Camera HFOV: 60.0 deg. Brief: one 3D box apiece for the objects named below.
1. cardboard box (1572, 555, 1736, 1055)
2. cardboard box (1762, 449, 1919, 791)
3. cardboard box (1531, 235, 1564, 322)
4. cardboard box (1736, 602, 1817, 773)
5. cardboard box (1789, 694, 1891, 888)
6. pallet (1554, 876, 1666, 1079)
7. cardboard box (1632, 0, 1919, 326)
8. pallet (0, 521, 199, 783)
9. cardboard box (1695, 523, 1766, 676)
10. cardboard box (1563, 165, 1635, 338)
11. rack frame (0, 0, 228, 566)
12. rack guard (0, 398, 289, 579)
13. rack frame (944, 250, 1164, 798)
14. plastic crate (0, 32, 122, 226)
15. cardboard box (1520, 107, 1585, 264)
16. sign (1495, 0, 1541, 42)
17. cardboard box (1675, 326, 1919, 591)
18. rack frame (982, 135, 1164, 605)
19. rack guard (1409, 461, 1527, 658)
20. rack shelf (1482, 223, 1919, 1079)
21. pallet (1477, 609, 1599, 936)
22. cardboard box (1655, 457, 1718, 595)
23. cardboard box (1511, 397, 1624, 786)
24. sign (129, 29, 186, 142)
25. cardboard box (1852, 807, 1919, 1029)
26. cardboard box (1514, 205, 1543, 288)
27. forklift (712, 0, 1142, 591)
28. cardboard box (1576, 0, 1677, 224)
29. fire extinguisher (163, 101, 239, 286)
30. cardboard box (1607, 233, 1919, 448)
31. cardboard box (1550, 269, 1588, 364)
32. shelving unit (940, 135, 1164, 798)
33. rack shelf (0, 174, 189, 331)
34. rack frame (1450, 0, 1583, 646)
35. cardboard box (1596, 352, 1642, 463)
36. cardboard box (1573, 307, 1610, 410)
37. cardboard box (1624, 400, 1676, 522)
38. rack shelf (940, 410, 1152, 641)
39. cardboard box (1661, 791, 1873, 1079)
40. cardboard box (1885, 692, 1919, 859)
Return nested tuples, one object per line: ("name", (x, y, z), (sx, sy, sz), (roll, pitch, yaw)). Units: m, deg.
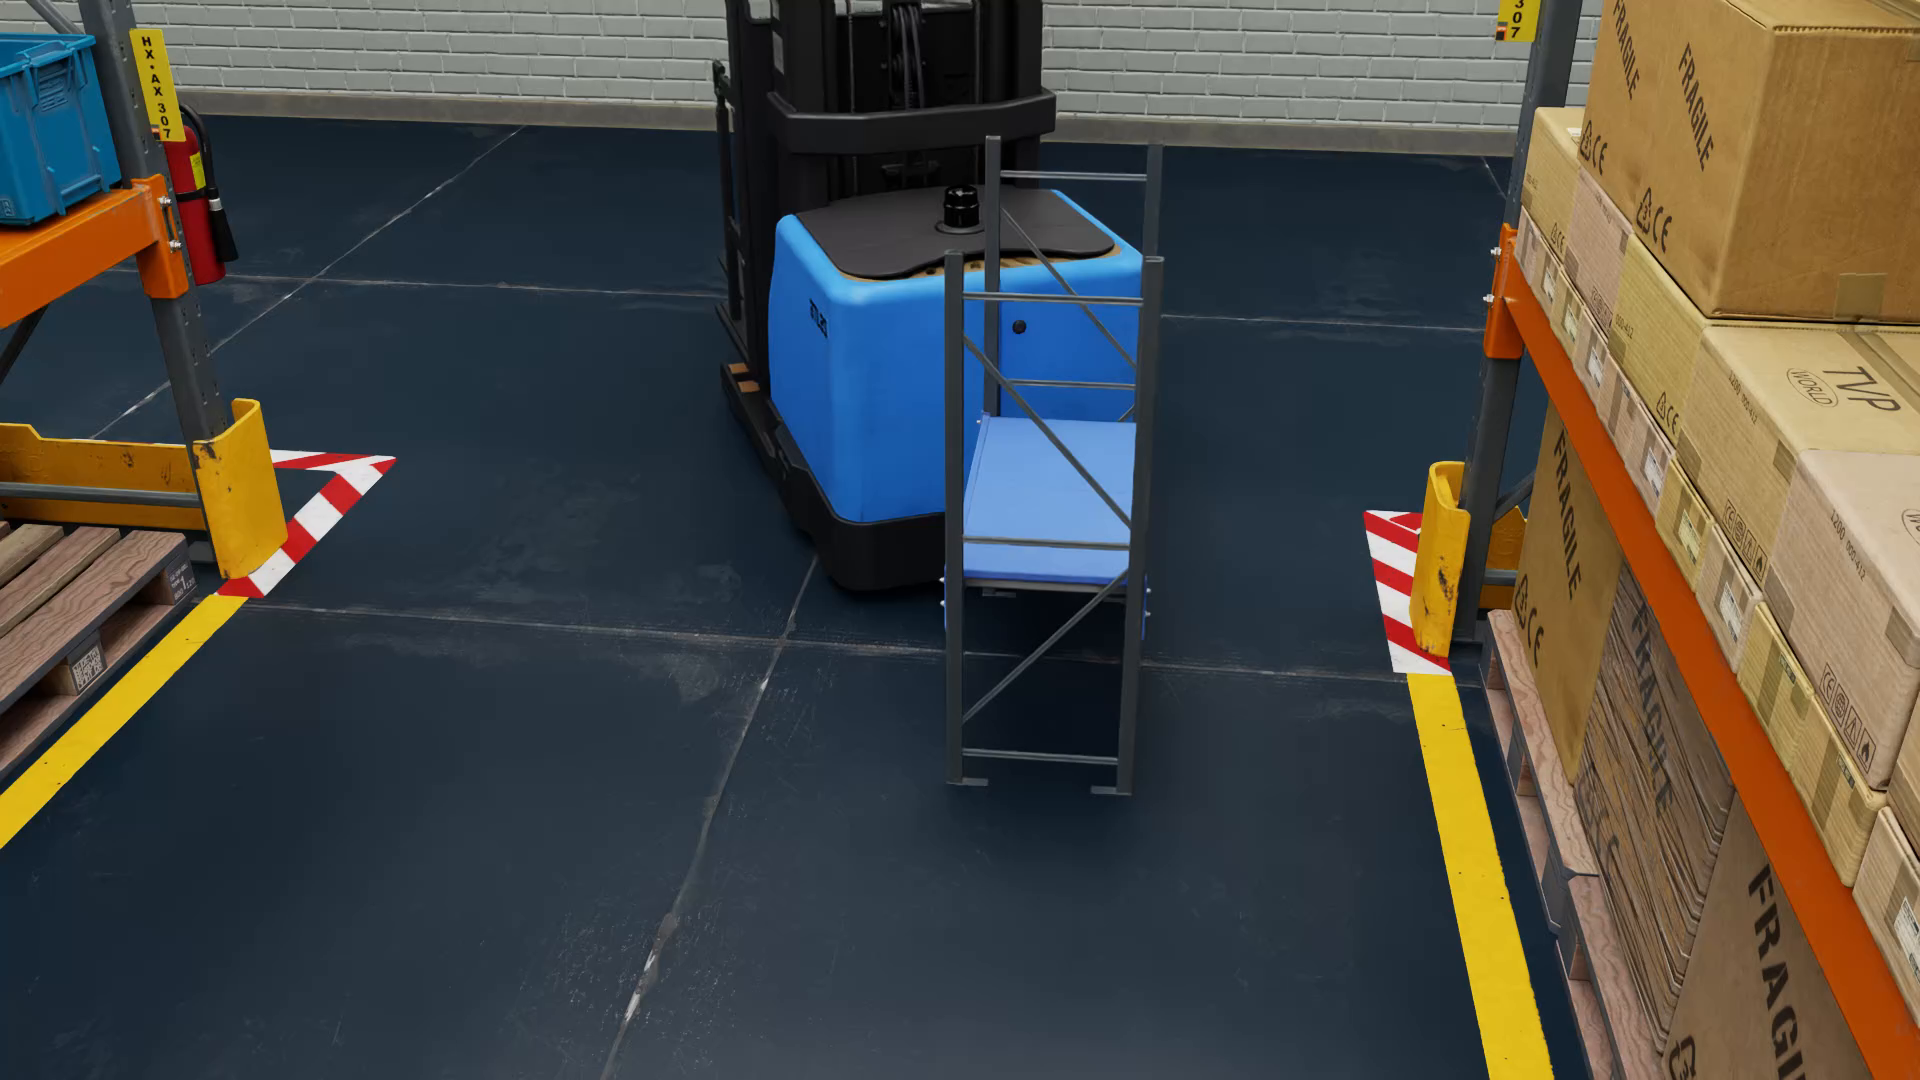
("cardboard box", (1.895, 0.483, 3.488), (0.875, 0.875, 0.875), (3, 28, 6))
("cardboard box", (1.432, 0.109, 2.229), (0.500, 0.250, 0.500), (4, 29, 7))
("cardboard box", (1.604, -0.622, 4.007), (0.380, 0.149, 0.250), (3, 28, 5))
("cardboard box", (1.384, 0.224, 2.436), (0.380, 0.149, 0.250), (3, 28, 5))
("cardboard box", (1.353, 0.345, 2.212), (0.380, 0.149, 0.250), (4, 29, 7))
("pallet", (1.833, 1.180, 3.338), (1.003, 0.211, 1.213), (3, 28, 6))
("cardboard box", (1.560, -0.707, 2.953), (0.500, 0.500, 0.500), (3, 28, 5))
("pallet", (-3.050, 0.324, 4.926), (1.003, 0.211, 1.213), (3, 28, 6))
("cardboard box", (1.417, 0.105, 2.658), (0.380, 0.149, 0.250), (4, 29, 7))
("cardboard box", (1.621, -0.611, 3.567), (0.500, 0.250, 0.500), (3, 28, 6))
("rack frame", (-2.910, -1.290, 4.981), (1.000, 3.000, 0.127), (3, 28, 6))
("rack guard", (-2.920, -0.201, 5.596), (1.175, 0.500, 0.348), (3, 28, 6))
("rack frame", (0.214, 0.011, 4.147), (0.500, 1.500, 0.032), (3, 28, 5))
("plastic crate", (-2.766, -1.163, 4.646), (0.616, 0.435, 0.499), (3, 28, 6))
("cardboard box", (1.678, -0.856, 4.021), (0.500, 0.250, 0.500), (3, 28, 5))
("sign", (1.455, -1.453, 4.288), (0.100, 0.325, 0.005), (3, 28, 6))
("cardboard box", (1.497, -0.129, 2.671), (0.500, 0.250, 0.500), (3, 28, 5))
("rack frame", (0.322, -0.468, 5.037), (0.500, 1.500, 0.032), (3, 28, 5))
("rack guard", (2.008, 0.087, 5.061), (1.175, 0.500, 0.348), (3, 28, 6))
("rack shelf", (1.760, 0.256, 2.870), (1.077, 0.370, 4.000), (3, 28, 6))
("pallet", (1.985, 0.607, 4.401), (1.003, 0.211, 1.213), (3, 28, 6))
("cardboard box", (1.447, -0.019, 2.888), (0.380, 0.149, 0.250), (3, 28, 5))
("cardboard box", (2.006, 0.055, 4.283), (0.875, 0.875, 0.875), (3, 28, 6))
("sign", (-2.362, -1.337, 4.897), (0.100, 0.325, 0.005), (3, 28, 6))
("cardboard box", (1.322, 0.466, 1.987), (0.380, 0.149, 0.250), (4, 29, 7))
("cardboard box", (1.634, -0.743, 4.232), (0.380, 0.149, 0.250), (4, 29, 7))
("forklift", (-0.340, -1.810, 6.019), (1.130, 2.935, 3.031), (-9, 30, -16))
("cardboard box", (1.617, -0.951, 3.407), (0.500, 0.500, 0.500), (3, 28, 5))
("fire extinguisher", (-2.441, -1.136, 5.171), (0.296, 0.674, 0.183), (3, 28, 6))
("cardboard box", (1.556, -0.375, 3.128), (0.500, 0.250, 0.500), (2, 28, 4))
("cardboard box", (1.573, -0.502, 3.784), (0.380, 0.149, 0.250), (3, 28, 5))
("shelving unit", (0.268, -0.228, 4.592), (0.538, 1.500, 1.048), (3, 28, 5))
("rack shelf", (-3.155, -0.031, 3.404), (1.077, 0.370, 4.000), (3, 28, 6))
("rack frame", (2.005, -1.002, 4.447), (1.000, 3.000, 0.127), (3, 28, 6))
("cardboard box", (1.510, -0.259, 3.334), (0.380, 0.149, 0.250), (3, 28, 5))
("cardboard box", (1.542, -0.379, 3.556), (0.380, 0.149, 0.250), (3, 28, 5))
("cardboard box", (1.479, -0.138, 3.108), (0.380, 0.149, 0.250), (3, 28, 6))
("rack shelf", (0.268, -0.070, 4.678), (0.538, 0.185, 1.000), (3, 28, 5))
("cardboard box", (1.786, 0.902, 2.710), (0.875, 0.875, 0.875), (3, 28, 6))
("cardboard box", (1.370, 0.349, 1.783), (0.500, 0.250, 0.500), (4, 29, 8))
